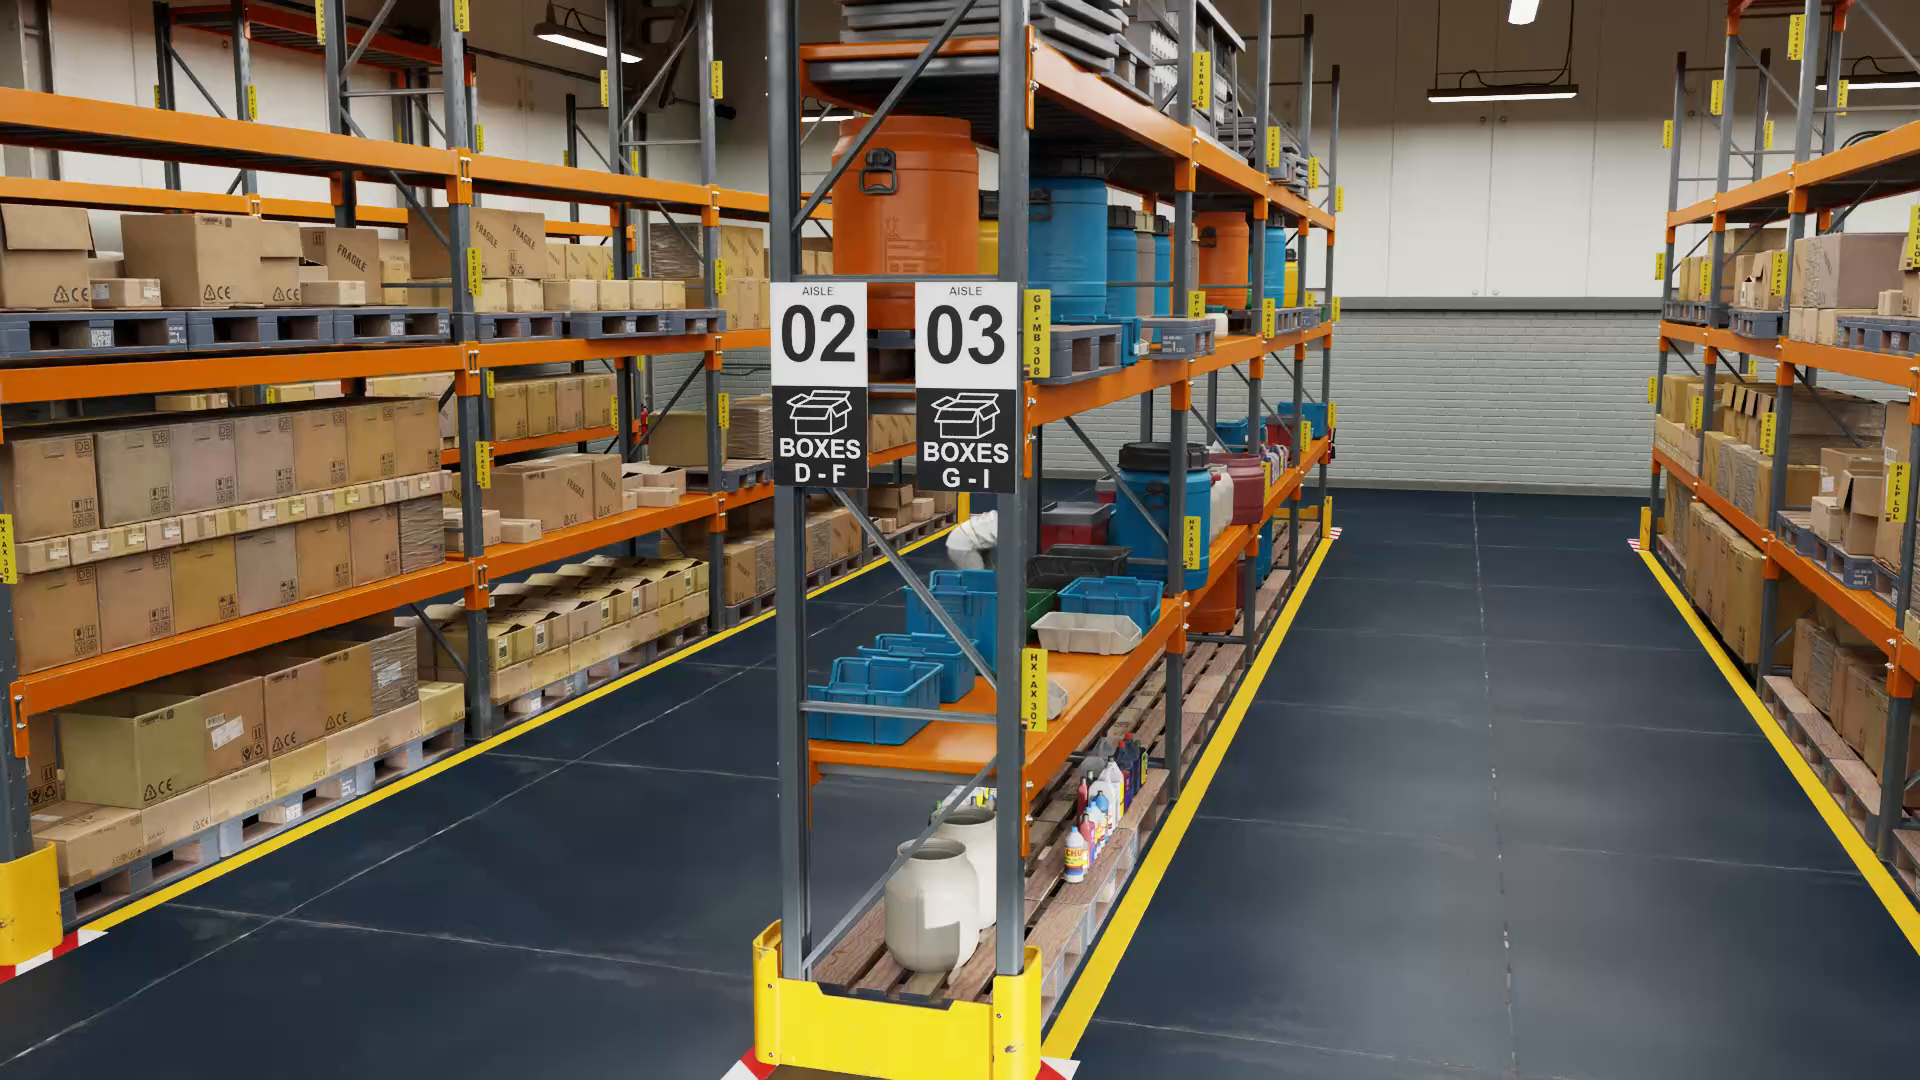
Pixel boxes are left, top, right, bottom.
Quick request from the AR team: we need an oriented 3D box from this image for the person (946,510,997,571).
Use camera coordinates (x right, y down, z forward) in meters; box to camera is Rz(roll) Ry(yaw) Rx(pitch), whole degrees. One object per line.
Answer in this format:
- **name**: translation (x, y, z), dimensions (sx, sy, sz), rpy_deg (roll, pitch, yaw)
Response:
- **person**: translation (0.316, 0.255, 15.408), dimensions (0.883, 1.291, 0.460), rpy_deg (2, 9, 14)
